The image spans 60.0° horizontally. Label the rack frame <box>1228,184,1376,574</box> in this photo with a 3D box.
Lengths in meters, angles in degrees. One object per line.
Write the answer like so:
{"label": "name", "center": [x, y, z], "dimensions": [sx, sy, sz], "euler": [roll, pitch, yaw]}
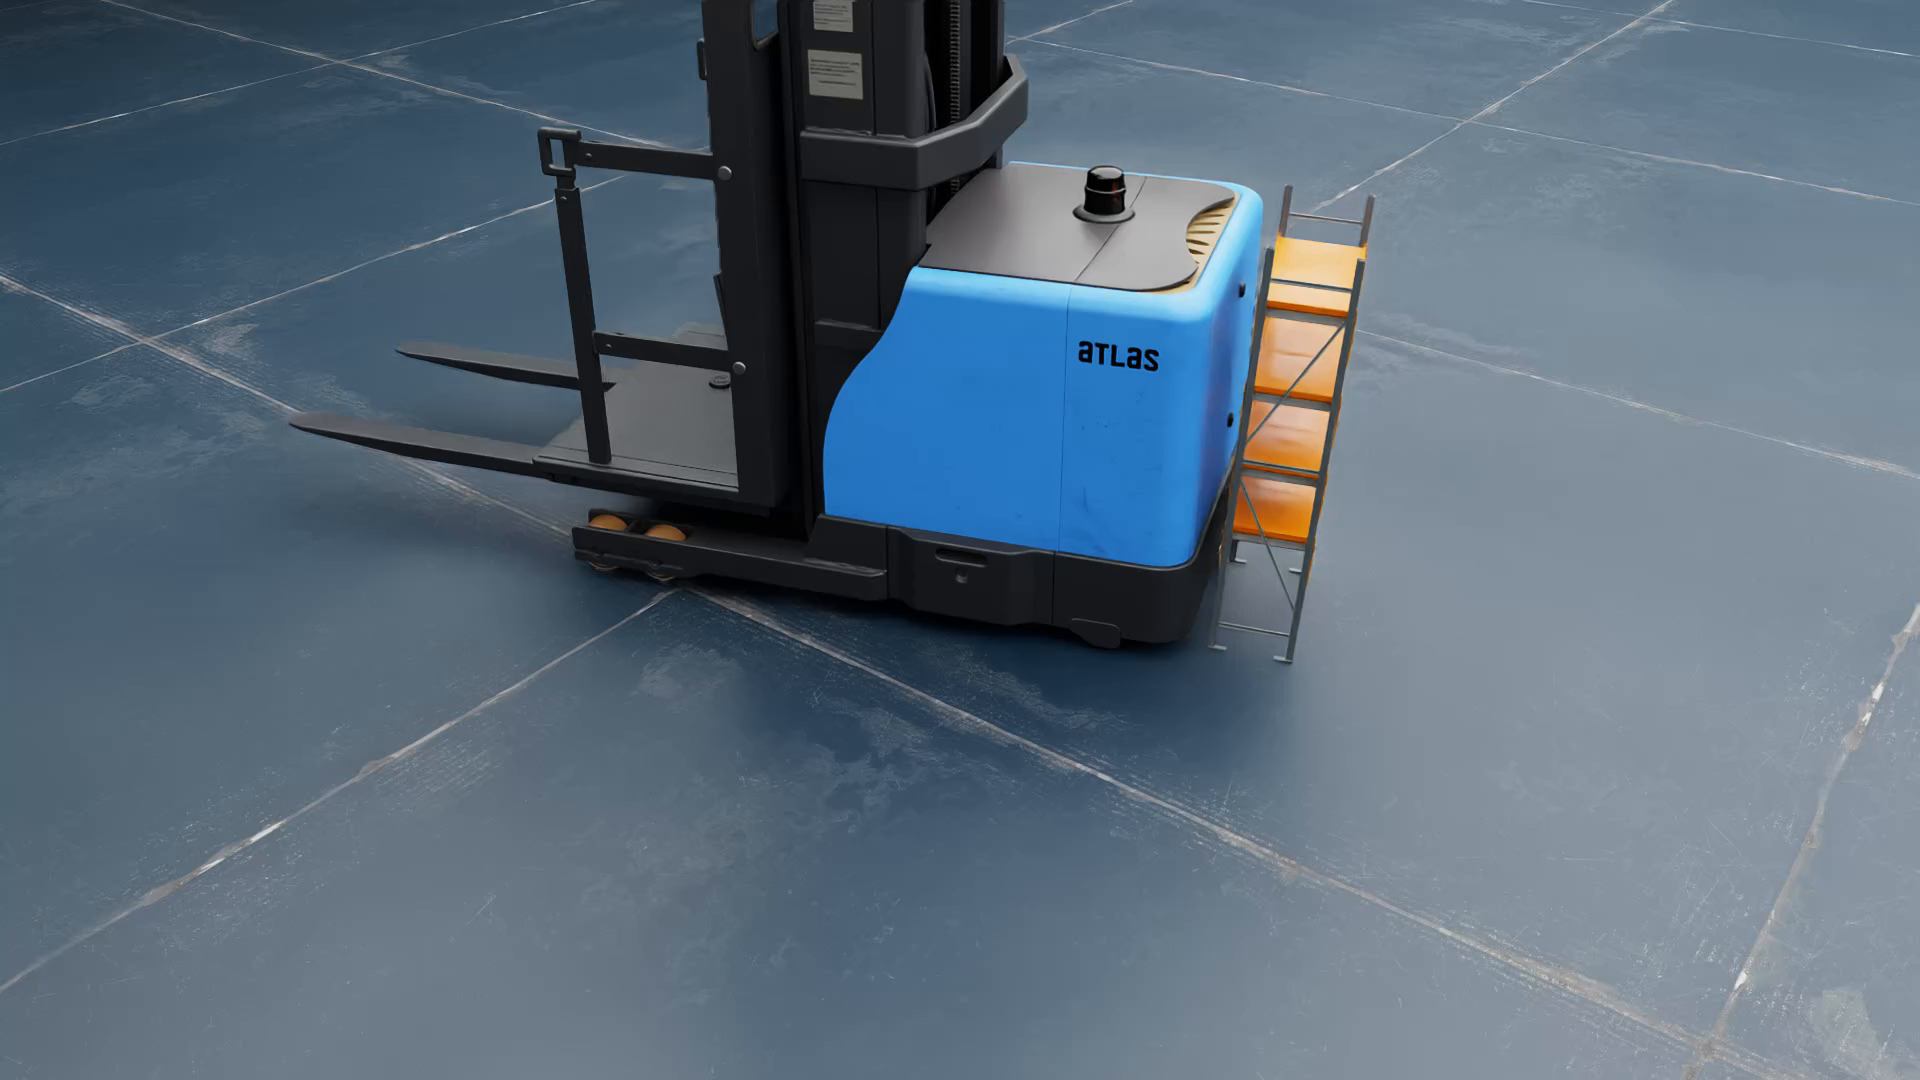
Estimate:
{"label": "rack frame", "center": [0.970, -0.430, 4.786], "dimensions": [0.240, 1.200, 0.015], "euler": [10, 32, 11]}

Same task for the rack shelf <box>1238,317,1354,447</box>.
{"label": "rack shelf", "center": [0.914, -0.443, 4.502], "dimensions": [0.258, 0.148, 0.480], "euler": [10, 32, 11]}

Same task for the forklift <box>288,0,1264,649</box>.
{"label": "forklift", "center": [-0.666, -1.385, 4.711], "dimensions": [3.031, 2.935, 1.130], "euler": [9, 32, 15]}

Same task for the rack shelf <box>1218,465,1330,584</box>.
{"label": "rack shelf", "center": [0.895, -0.083, 4.722], "dimensions": [0.258, 0.148, 0.480], "euler": [10, 32, 11]}

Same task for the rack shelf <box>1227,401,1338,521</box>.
{"label": "rack shelf", "center": [0.904, -0.252, 4.618], "dimensions": [0.258, 0.148, 0.480], "euler": [10, 32, 11]}

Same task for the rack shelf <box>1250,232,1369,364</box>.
{"label": "rack shelf", "center": [0.925, -0.645, 4.379], "dimensions": [0.258, 0.148, 0.480], "euler": [10, 32, 11]}

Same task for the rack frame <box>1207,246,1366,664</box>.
{"label": "rack frame", "center": [0.844, -0.189, 4.381], "dimensions": [0.240, 1.200, 0.015], "euler": [10, 32, 11]}

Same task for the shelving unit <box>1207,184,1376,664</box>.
{"label": "shelving unit", "center": [0.907, -0.309, 4.583], "dimensions": [0.258, 1.200, 0.503], "euler": [10, 32, 11]}
